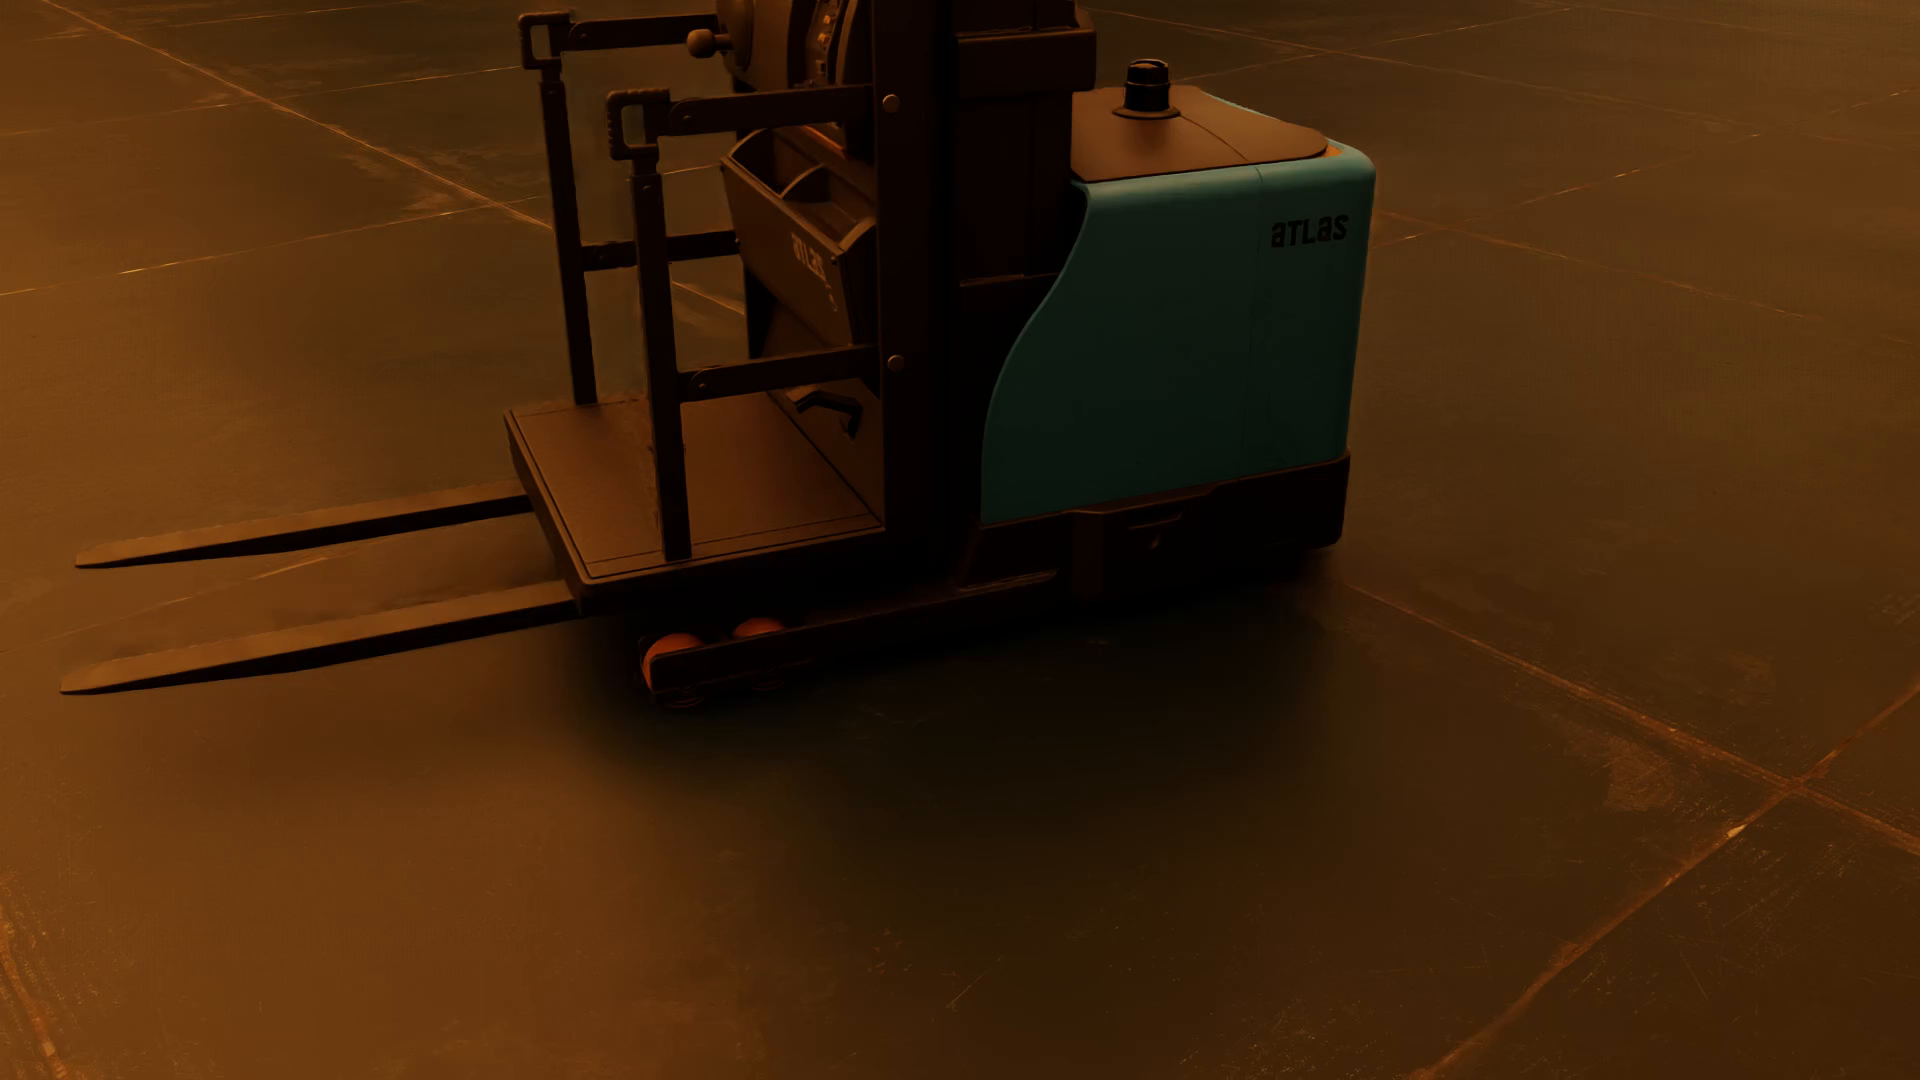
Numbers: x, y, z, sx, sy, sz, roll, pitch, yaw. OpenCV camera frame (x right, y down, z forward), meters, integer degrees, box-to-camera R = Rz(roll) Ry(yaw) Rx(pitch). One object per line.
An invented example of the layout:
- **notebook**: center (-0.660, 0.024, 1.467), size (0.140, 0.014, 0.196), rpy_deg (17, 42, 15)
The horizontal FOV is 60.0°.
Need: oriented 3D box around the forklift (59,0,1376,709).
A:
- **forklift**: center (-0.563, -1.201, 3.624), size (3.031, 2.935, 1.130), rpy_deg (-11, 28, -20)
